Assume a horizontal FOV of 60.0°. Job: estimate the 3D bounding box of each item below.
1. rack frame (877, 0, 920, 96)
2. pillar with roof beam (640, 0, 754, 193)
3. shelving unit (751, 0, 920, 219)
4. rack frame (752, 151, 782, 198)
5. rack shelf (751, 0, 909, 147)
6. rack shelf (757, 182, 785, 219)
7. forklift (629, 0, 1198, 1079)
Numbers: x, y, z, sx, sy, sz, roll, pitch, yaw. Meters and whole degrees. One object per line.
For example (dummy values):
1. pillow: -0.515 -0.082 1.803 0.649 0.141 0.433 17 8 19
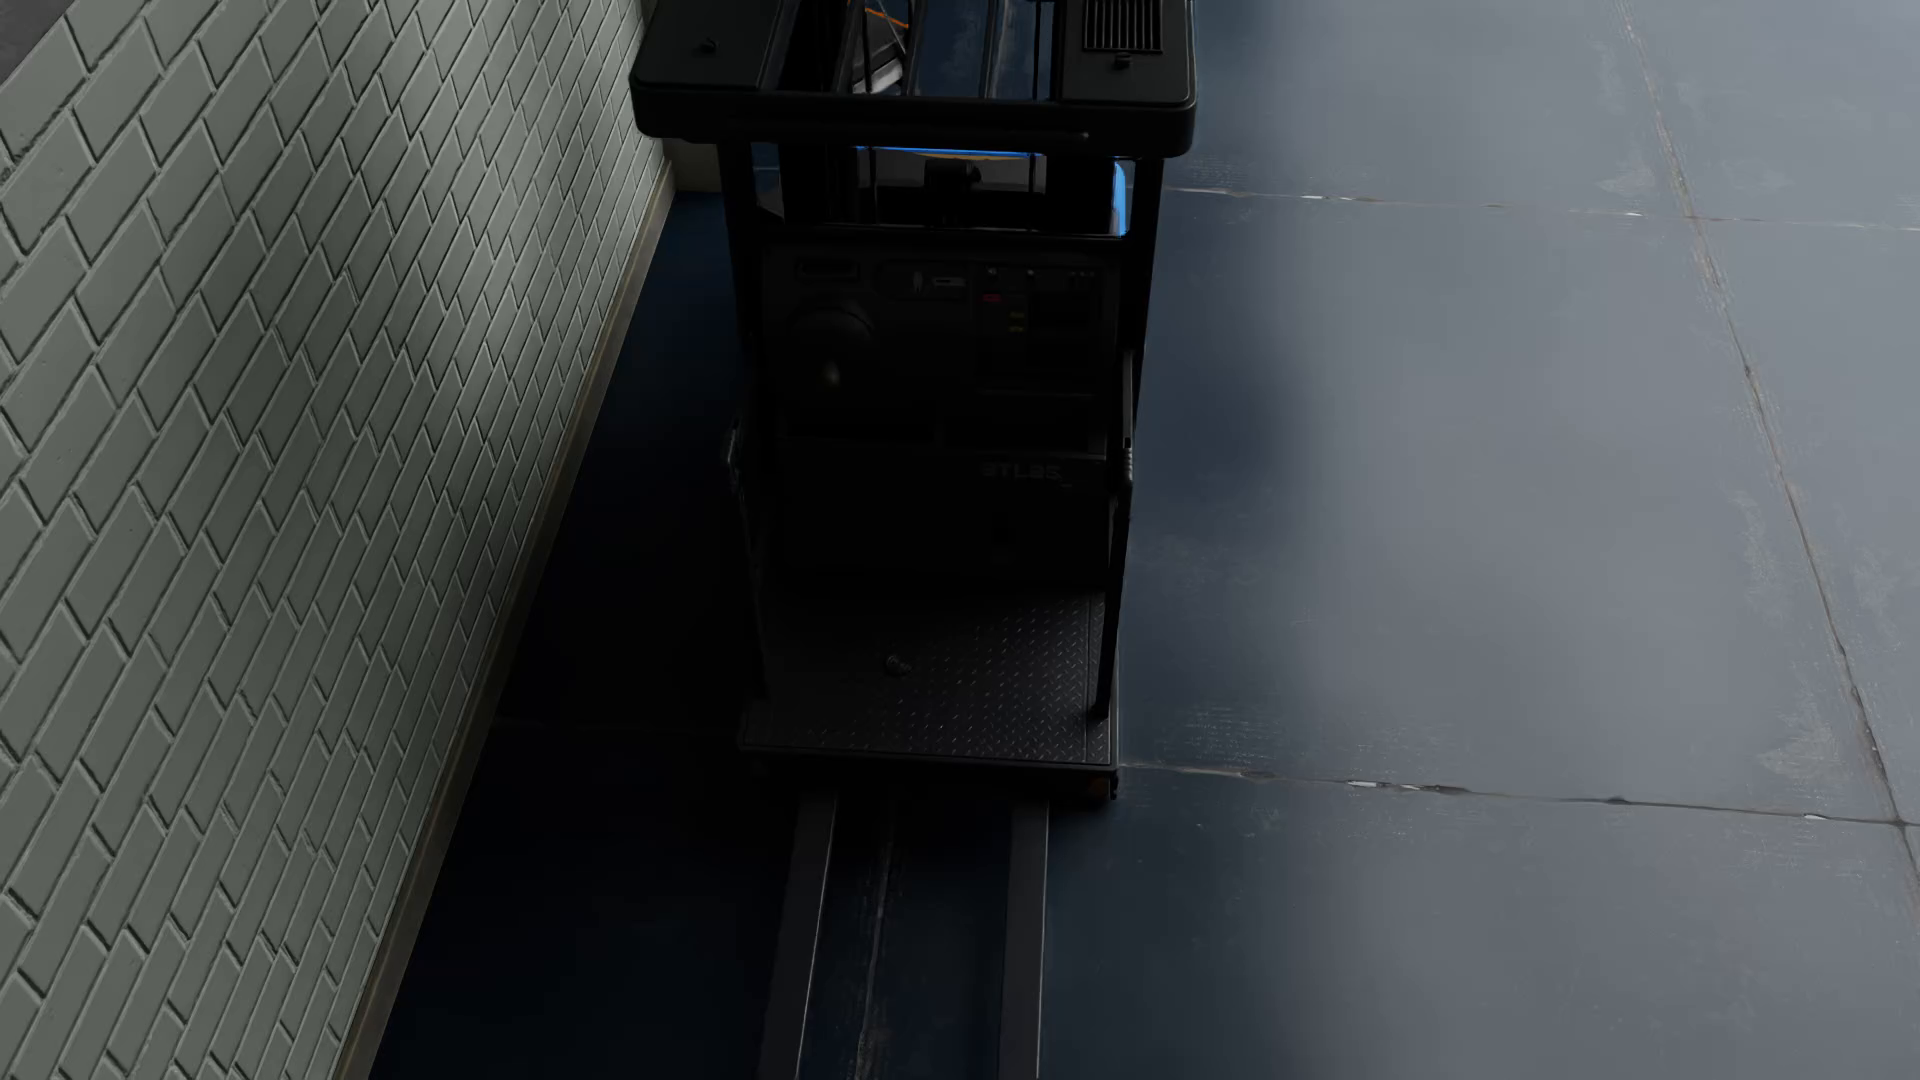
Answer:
1. rack frame: -0.271 -1.477 5.678 0.015 2.100 0.400 31 55 25
2. pillar with roof beam: 3.205 -4.385 3.662 9.100 9.000 0.400 4 48 4
3. shelving unit: -0.461 -1.589 5.781 0.503 2.100 0.431 31 55 25
4. rack frame: -0.652 -1.702 5.884 0.015 2.100 0.400 31 55 25
5. rack shelf: -0.461 -1.580 5.791 0.480 0.518 0.431 31 55 25
6. rack shelf: -0.461 -1.108 6.307 0.480 0.518 0.431 31 55 25
7. forklift: -0.065 -0.475 4.198 1.130 2.935 3.031 3 48 3
